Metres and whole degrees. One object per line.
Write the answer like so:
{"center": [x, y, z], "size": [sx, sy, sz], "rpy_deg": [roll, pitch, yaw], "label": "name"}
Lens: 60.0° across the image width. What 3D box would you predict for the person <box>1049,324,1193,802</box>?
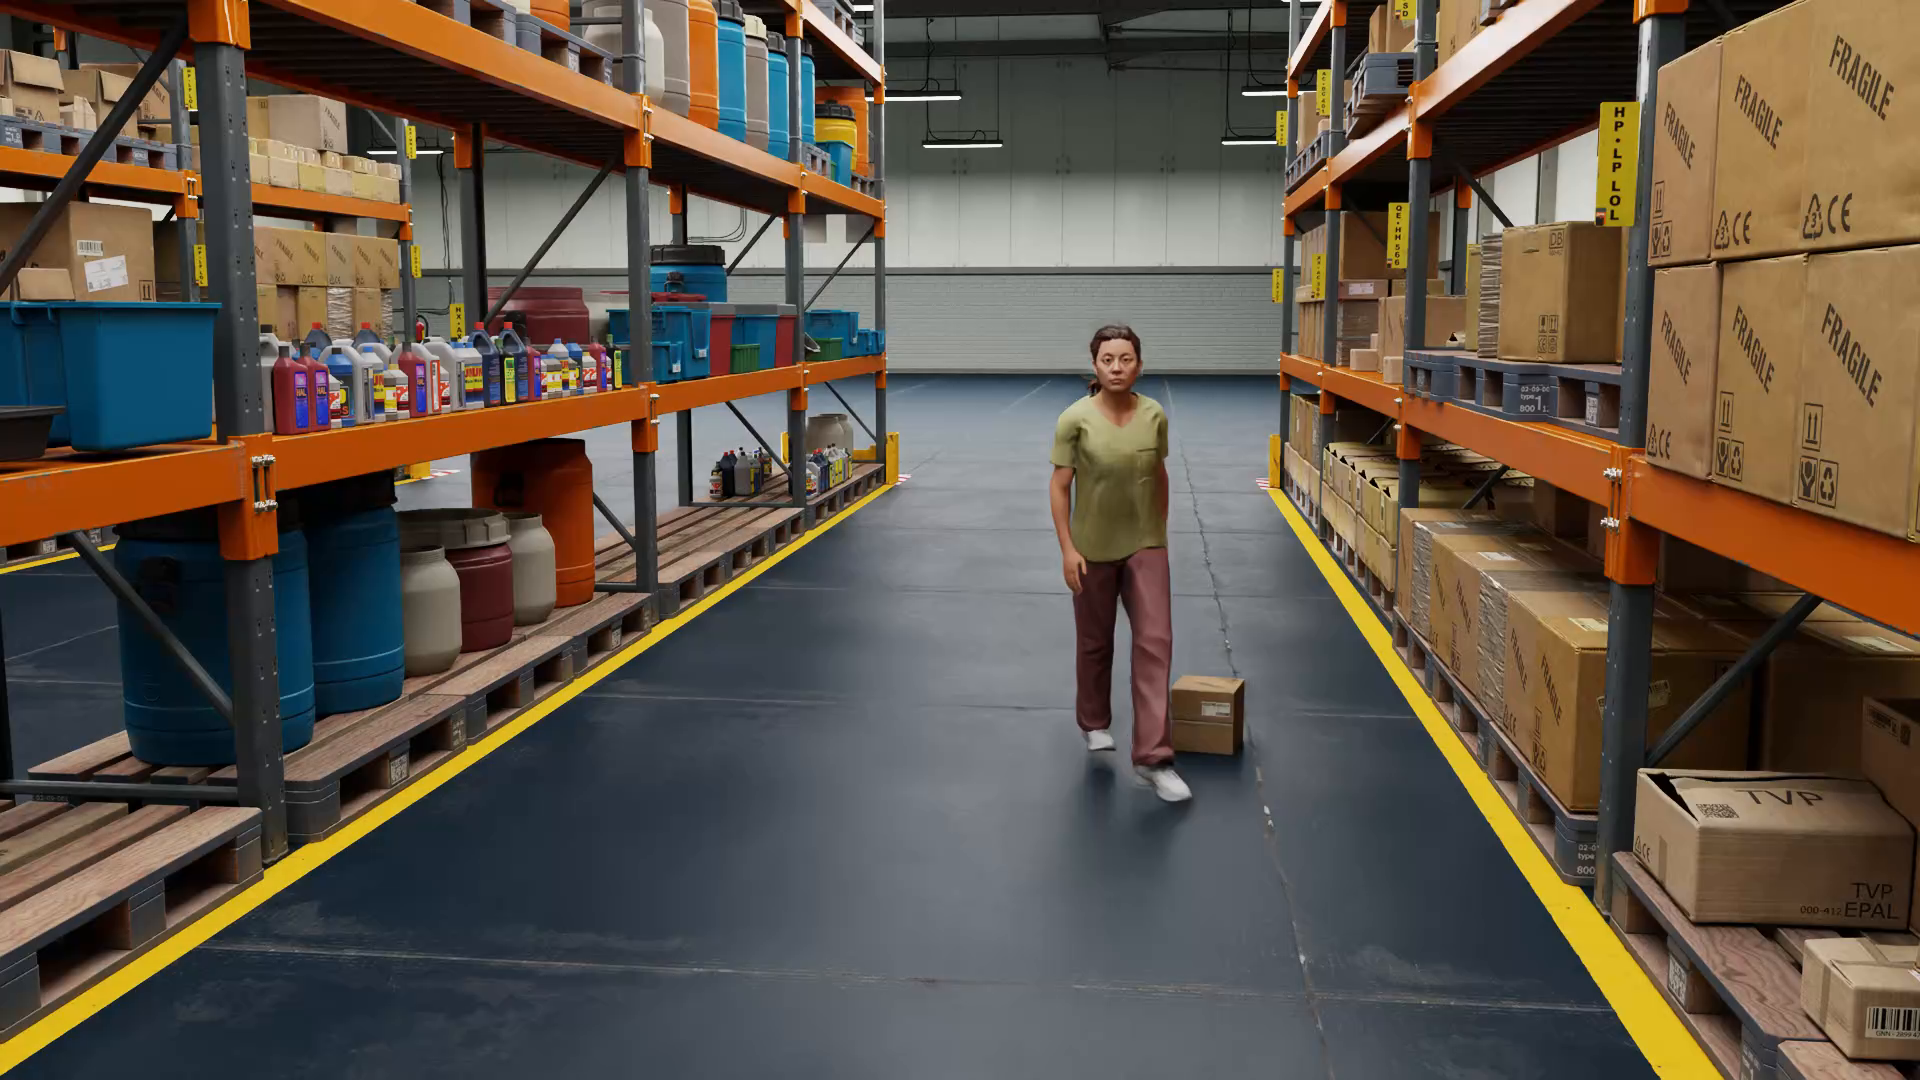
{"center": [0.554, 0.038, 5.955], "size": [0.474, 1.612, 0.952], "rpy_deg": [0, 8, -3], "label": "person"}
